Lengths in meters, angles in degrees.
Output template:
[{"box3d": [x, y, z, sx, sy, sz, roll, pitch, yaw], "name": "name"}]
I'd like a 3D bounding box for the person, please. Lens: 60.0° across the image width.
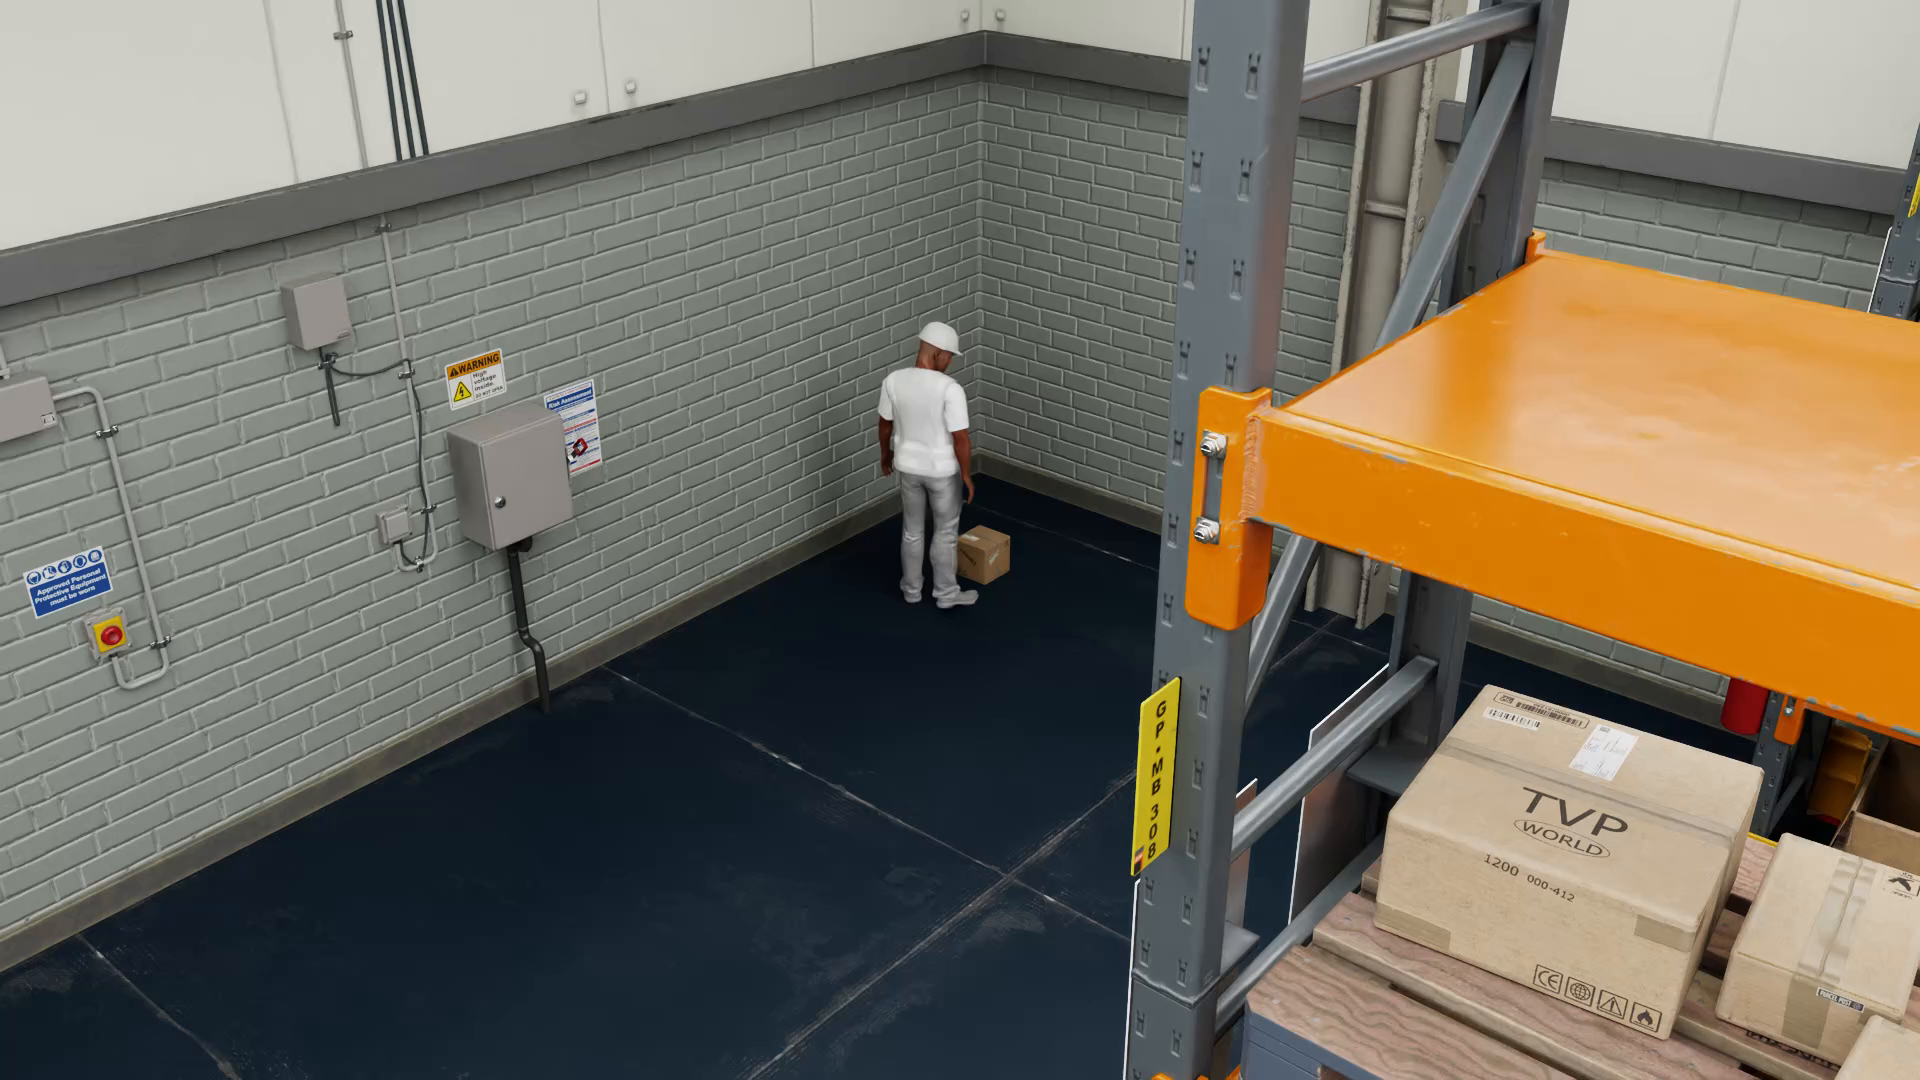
[{"box3d": [-0.195, -0.423, 9.829, 0.675, 1.773, 0.377, 12, 29, 22], "name": "person"}]
